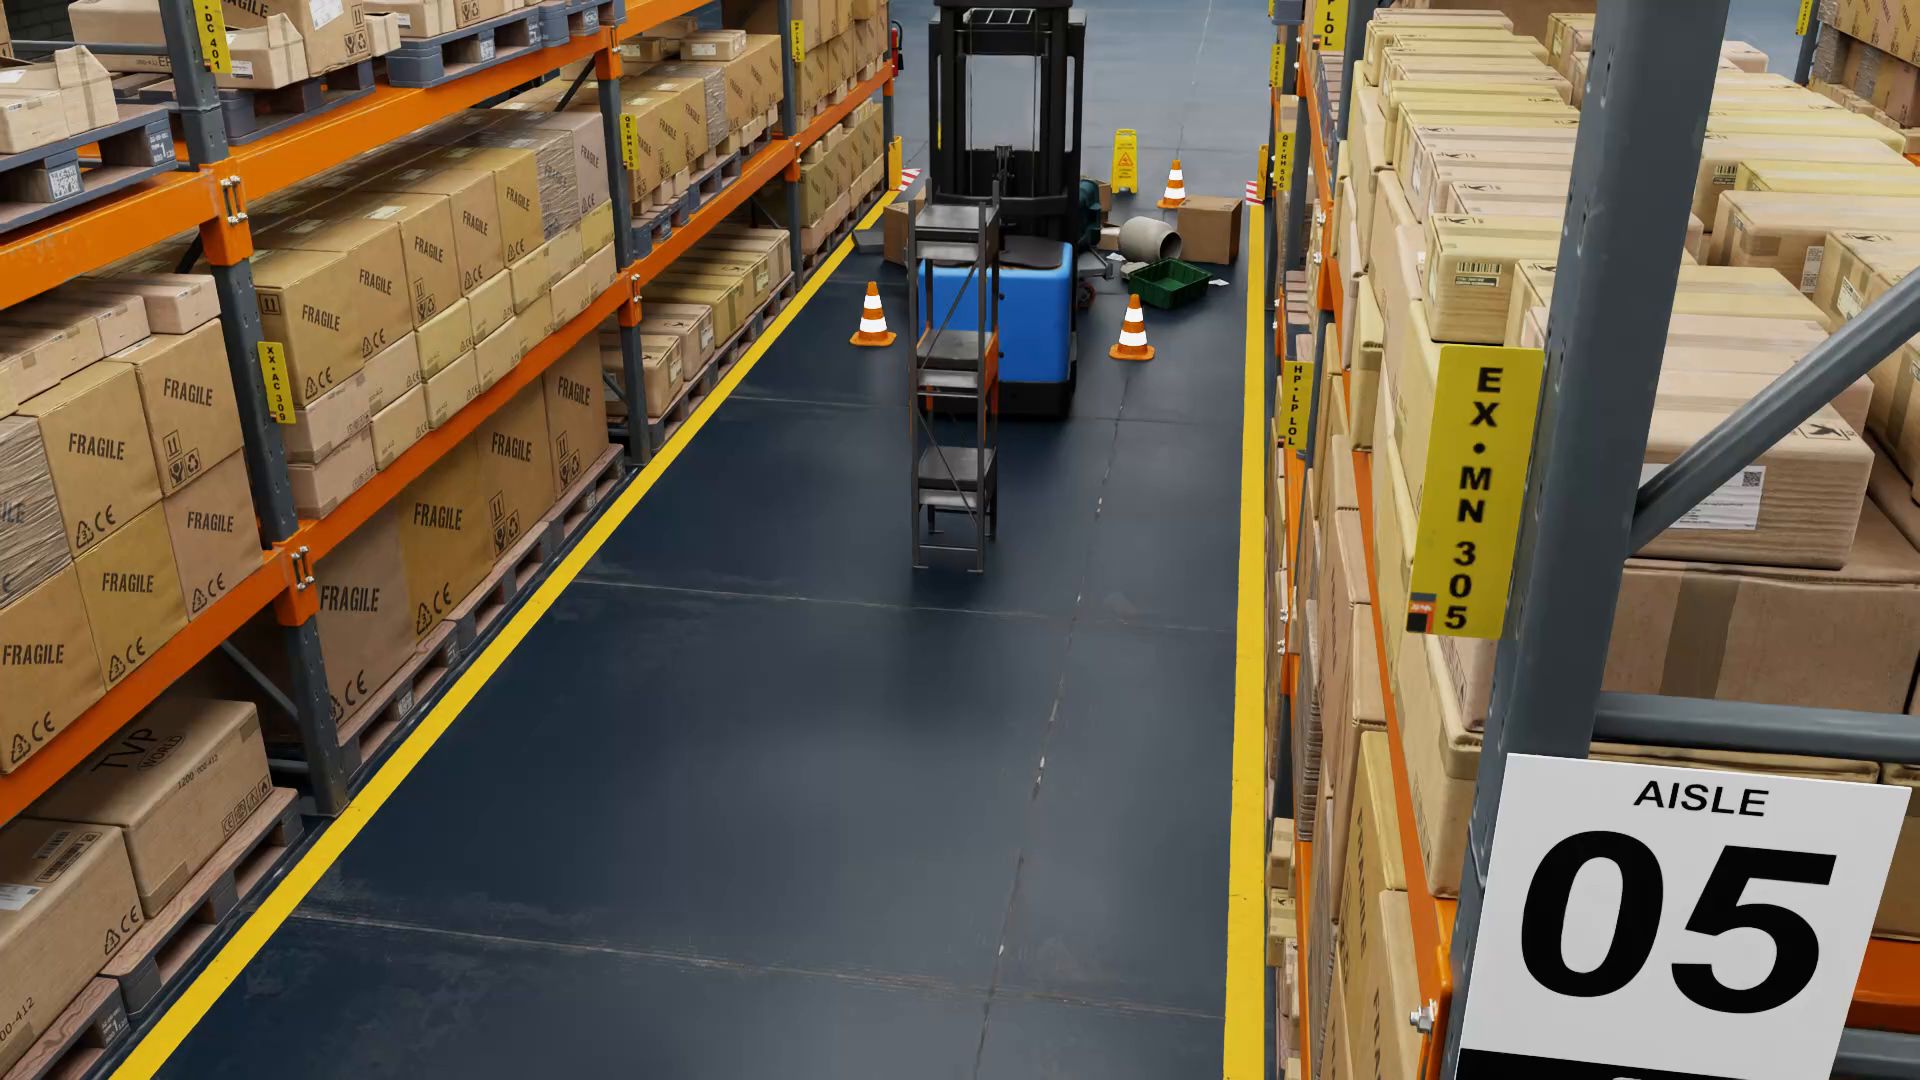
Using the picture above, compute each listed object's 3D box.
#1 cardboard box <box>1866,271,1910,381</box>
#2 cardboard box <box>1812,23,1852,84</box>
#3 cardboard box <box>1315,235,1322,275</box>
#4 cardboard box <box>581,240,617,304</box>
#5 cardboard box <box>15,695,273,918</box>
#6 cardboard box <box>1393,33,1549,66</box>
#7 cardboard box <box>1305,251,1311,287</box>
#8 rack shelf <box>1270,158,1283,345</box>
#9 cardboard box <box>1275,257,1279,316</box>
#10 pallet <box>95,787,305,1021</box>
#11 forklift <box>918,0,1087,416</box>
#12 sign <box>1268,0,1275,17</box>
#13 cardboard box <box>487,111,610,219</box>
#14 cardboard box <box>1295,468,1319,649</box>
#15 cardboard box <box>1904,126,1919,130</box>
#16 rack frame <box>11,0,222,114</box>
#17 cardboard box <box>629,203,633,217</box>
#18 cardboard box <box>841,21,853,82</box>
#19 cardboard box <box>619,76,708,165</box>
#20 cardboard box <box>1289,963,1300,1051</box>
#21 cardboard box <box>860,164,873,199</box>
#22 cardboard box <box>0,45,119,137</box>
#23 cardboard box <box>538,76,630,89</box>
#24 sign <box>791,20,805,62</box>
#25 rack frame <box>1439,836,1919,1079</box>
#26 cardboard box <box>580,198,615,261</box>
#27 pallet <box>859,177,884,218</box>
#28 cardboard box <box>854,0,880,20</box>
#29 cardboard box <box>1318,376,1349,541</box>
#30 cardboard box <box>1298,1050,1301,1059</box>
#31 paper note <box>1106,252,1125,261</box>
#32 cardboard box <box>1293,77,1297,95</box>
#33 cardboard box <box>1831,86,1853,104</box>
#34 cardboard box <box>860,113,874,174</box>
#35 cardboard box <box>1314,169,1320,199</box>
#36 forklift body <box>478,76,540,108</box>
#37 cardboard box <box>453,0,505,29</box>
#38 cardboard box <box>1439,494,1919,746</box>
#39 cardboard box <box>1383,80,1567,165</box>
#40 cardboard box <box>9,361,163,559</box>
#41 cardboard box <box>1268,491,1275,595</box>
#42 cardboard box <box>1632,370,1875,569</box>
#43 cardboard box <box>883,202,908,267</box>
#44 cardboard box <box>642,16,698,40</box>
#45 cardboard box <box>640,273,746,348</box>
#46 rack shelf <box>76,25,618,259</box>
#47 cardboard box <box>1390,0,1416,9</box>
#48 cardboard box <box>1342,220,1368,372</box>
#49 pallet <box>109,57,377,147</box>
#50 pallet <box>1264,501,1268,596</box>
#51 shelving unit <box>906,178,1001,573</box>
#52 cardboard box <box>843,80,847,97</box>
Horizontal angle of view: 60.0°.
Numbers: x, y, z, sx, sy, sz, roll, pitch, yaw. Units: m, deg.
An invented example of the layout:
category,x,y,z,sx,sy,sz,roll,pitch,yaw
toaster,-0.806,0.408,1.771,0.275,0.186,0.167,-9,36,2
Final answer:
category,x,y,z,sx,sy,sz,roll,pitch,yaw
cardboard box,1.529,-0.270,2.366,0.380,0.149,0.250,4,25,8
cardboard box,8.450,-4.496,15.348,0.875,0.500,0.500,4,25,9
cardboard box,1.986,-1.425,8.355,0.380,0.149,0.250,3,25,6
cardboard box,-2.344,-1.588,9.780,0.500,0.250,0.500,3,25,7
cardboard box,-3.380,1.013,6.574,0.875,0.438,0.875,4,25,8
cardboard box,1.380,-1.284,4.533,0.380,0.149,0.250,4,25,8
cardboard box,2.110,-1.488,9.191,0.380,0.149,0.250,4,25,8
rack shelf,2.710,-2.095,11.536,1.077,0.370,4.000,4,25,9
cardboard box,3.024,-2.163,12.990,1.050,0.750,0.750,4,25,8
pallet,-3.373,1.364,6.588,1.003,0.211,1.213,4,25,9
forklift,0.345,-2.767,12.205,1.130,2.935,3.031,2,25,4
sign,3.144,-5.399,16.632,0.100,0.325,0.005,4,25,9
cardboard box,-2.344,-2.149,9.505,0.500,0.500,0.500,3,25,7
cardboard box,1.399,0.098,5.533,0.500,0.500,0.500,4,25,8
cardboard box,7.911,-3.280,13.515,0.380,0.149,0.250,4,25,9
rack frame,-3.171,-2.929,5.393,1.000,3.000,0.127,4,25,9
cardboard box,-2.281,-2.084,10.466,0.380,0.149,0.250,3,25,5
cardboard box,-1.300,-4.536,15.434,0.500,0.500,0.500,4,25,9
cardboard box,-2.057,-2.868,11.375,0.500,0.500,0.500,4,25,9
cardboard box,1.230,1.482,5.212,0.380,0.149,0.250,5,25,10
cardboard box,-1.169,-3.603,16.657,0.500,0.250,0.500,4,25,9
cardboard box,-2.960,-1.456,5.329,0.396,0.266,0.258,5,26,10
cardboard box,-2.562,-2.893,11.428,0.500,0.500,0.500,2,25,5
sign,-1.315,-4.045,13.488,0.100,0.325,0.005,4,25,9
rack frame,1.075,1.762,2.448,1.000,3.000,0.127,4,25,9
cardboard box,-2.346,-1.823,9.694,0.500,0.250,0.500,4,25,8
pallet,-1.390,-3.599,17.189,1.003,0.211,1.213,4,25,9
cardboard box,-1.150,-5.203,15.680,0.700,0.500,0.500,4,25,8
cardboard box,1.345,-0.155,4.894,0.500,0.500,0.500,3,25,7
cardboard box,1.327,1.648,5.558,0.380,0.149,0.250,4,25,7
paper note,1.453,-2.604,15.286,0.172,0.023,0.155,13,28,26
cardboard box,3.085,-3.480,13.470,0.875,0.550,0.550,4,25,9
cardboard box,8.149,-4.015,15.086,0.380,0.149,0.250,4,25,9
cardboard box,-1.165,-3.944,16.501,0.500,0.500,0.500,5,26,10
cardboard box,2.466,-2.269,9.763,0.700,0.500,0.500,4,25,8
forklift body,-4.618,-4.269,16.334,2.313,2.155,1.214,4,25,9
cardboard box,-2.519,-2.722,7.875,0.500,0.500,0.500,4,25,9
cardboard box,0.899,0.034,2.187,0.500,0.250,0.500,3,25,7
cardboard box,1.180,-0.958,3.836,0.380,0.149,0.250,5,26,11
cardboard box,-3.067,-0.282,5.517,0.500,0.500,0.500,4,25,8
cardboard box,1.857,0.061,8.534,0.500,0.500,0.500,3,25,7
cardboard box,0.840,-0.095,1.994,0.380,0.149,0.250,4,25,8
cardboard box,-0.346,-2.781,15.098,0.500,0.500,0.500,-20,32,-36
cardboard box,-2.289,-4.050,13.134,0.380,0.149,0.250,4,25,8
cardboard box,-2.173,-1.747,12.547,0.950,0.372,0.625,5,26,10
rack shelf,-2.844,-2.081,7.968,1.077,0.370,4.000,4,25,9
cardboard box,2.111,-2.144,6.636,0.797,0.503,0.637,4,25,8
cardboard box,1.216,-0.600,4.132,0.500,0.250,0.500,5,26,11
pallet,-3.070,-1.871,6.896,0.805,0.209,1.217,3,25,6
pallet,2.254,0.005,9.490,1.003,0.211,1.213,4,25,9
shelving unit,-0.027,-0.882,9.157,0.431,2.100,0.503,4,25,9
cardboard box,-1.264,-4.195,15.471,0.380,0.149,0.250,4,25,8
